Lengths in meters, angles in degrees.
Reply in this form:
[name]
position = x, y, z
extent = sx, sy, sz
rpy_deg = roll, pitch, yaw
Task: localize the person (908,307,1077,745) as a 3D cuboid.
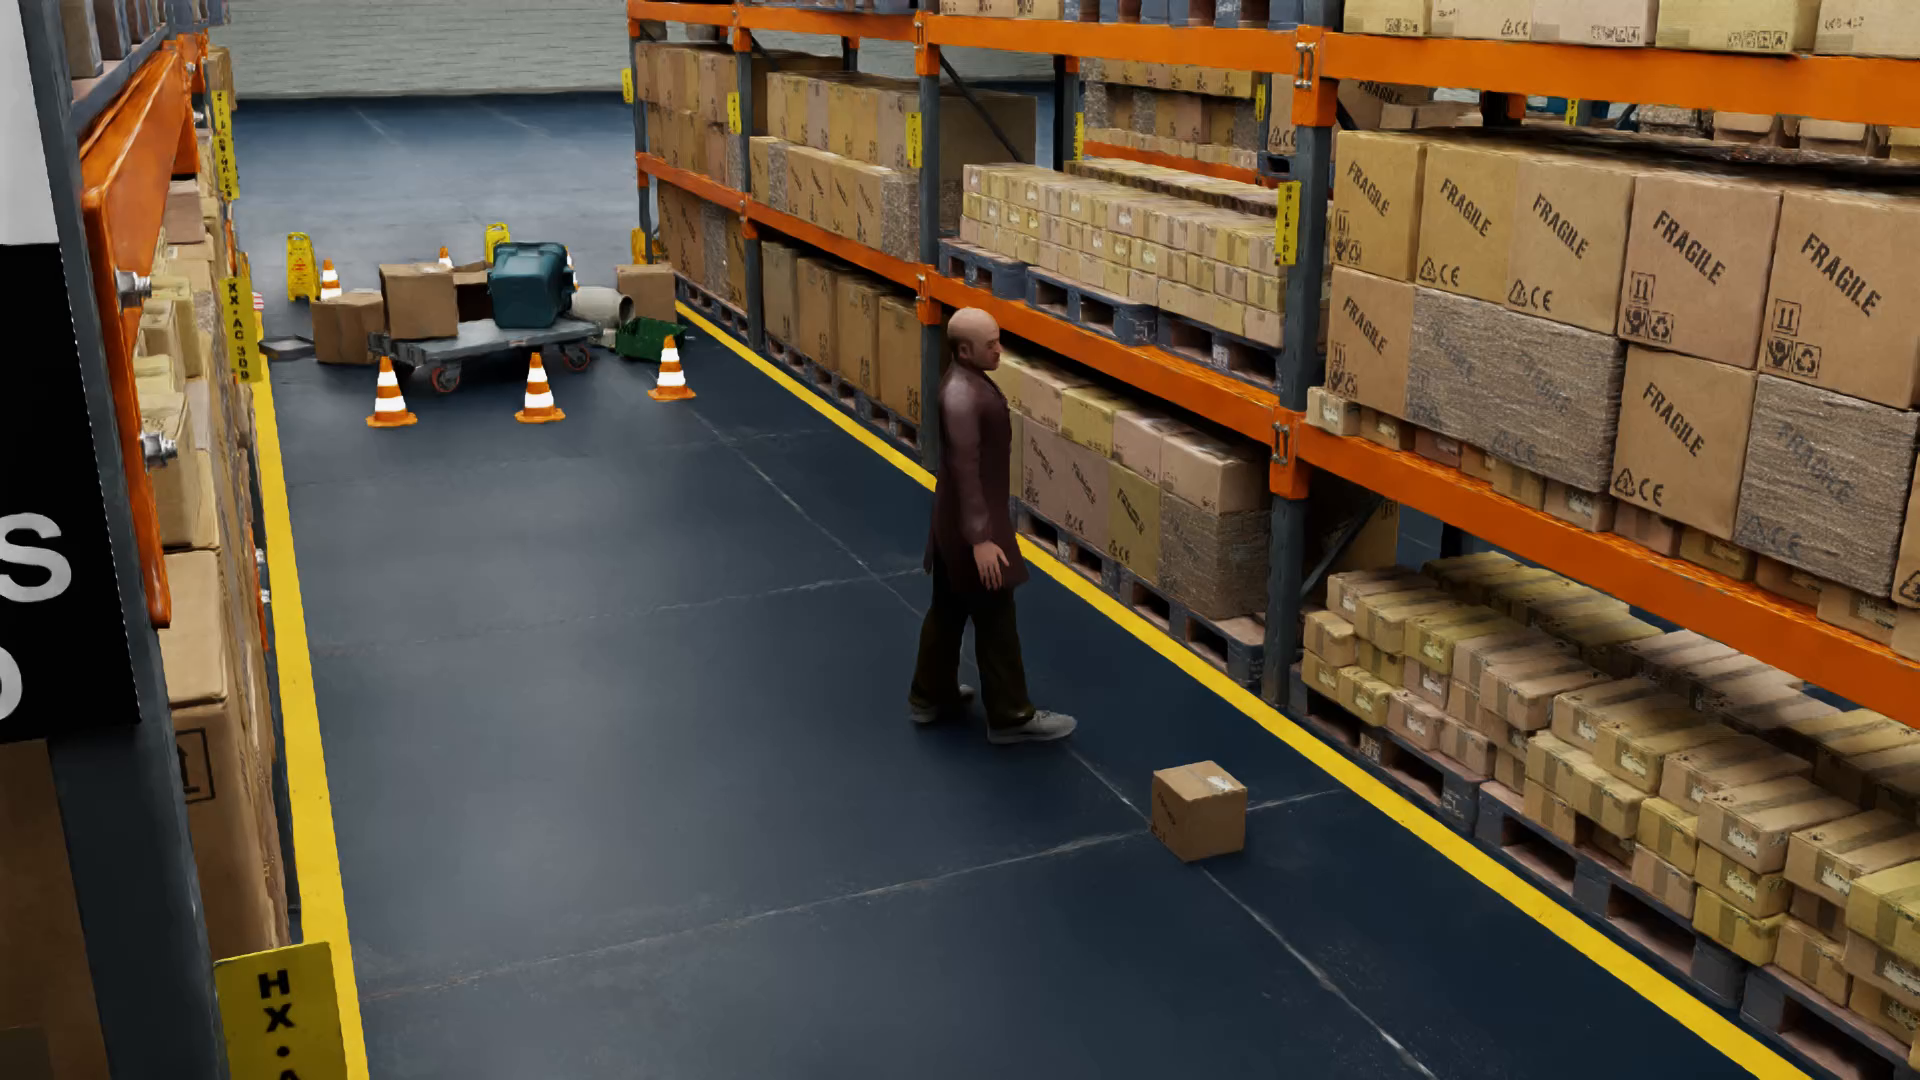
[person]
position = 0.131, -0.049, 6.655
extent = 0.678, 1.774, 0.774
rpy_deg = -2, 19, -6
